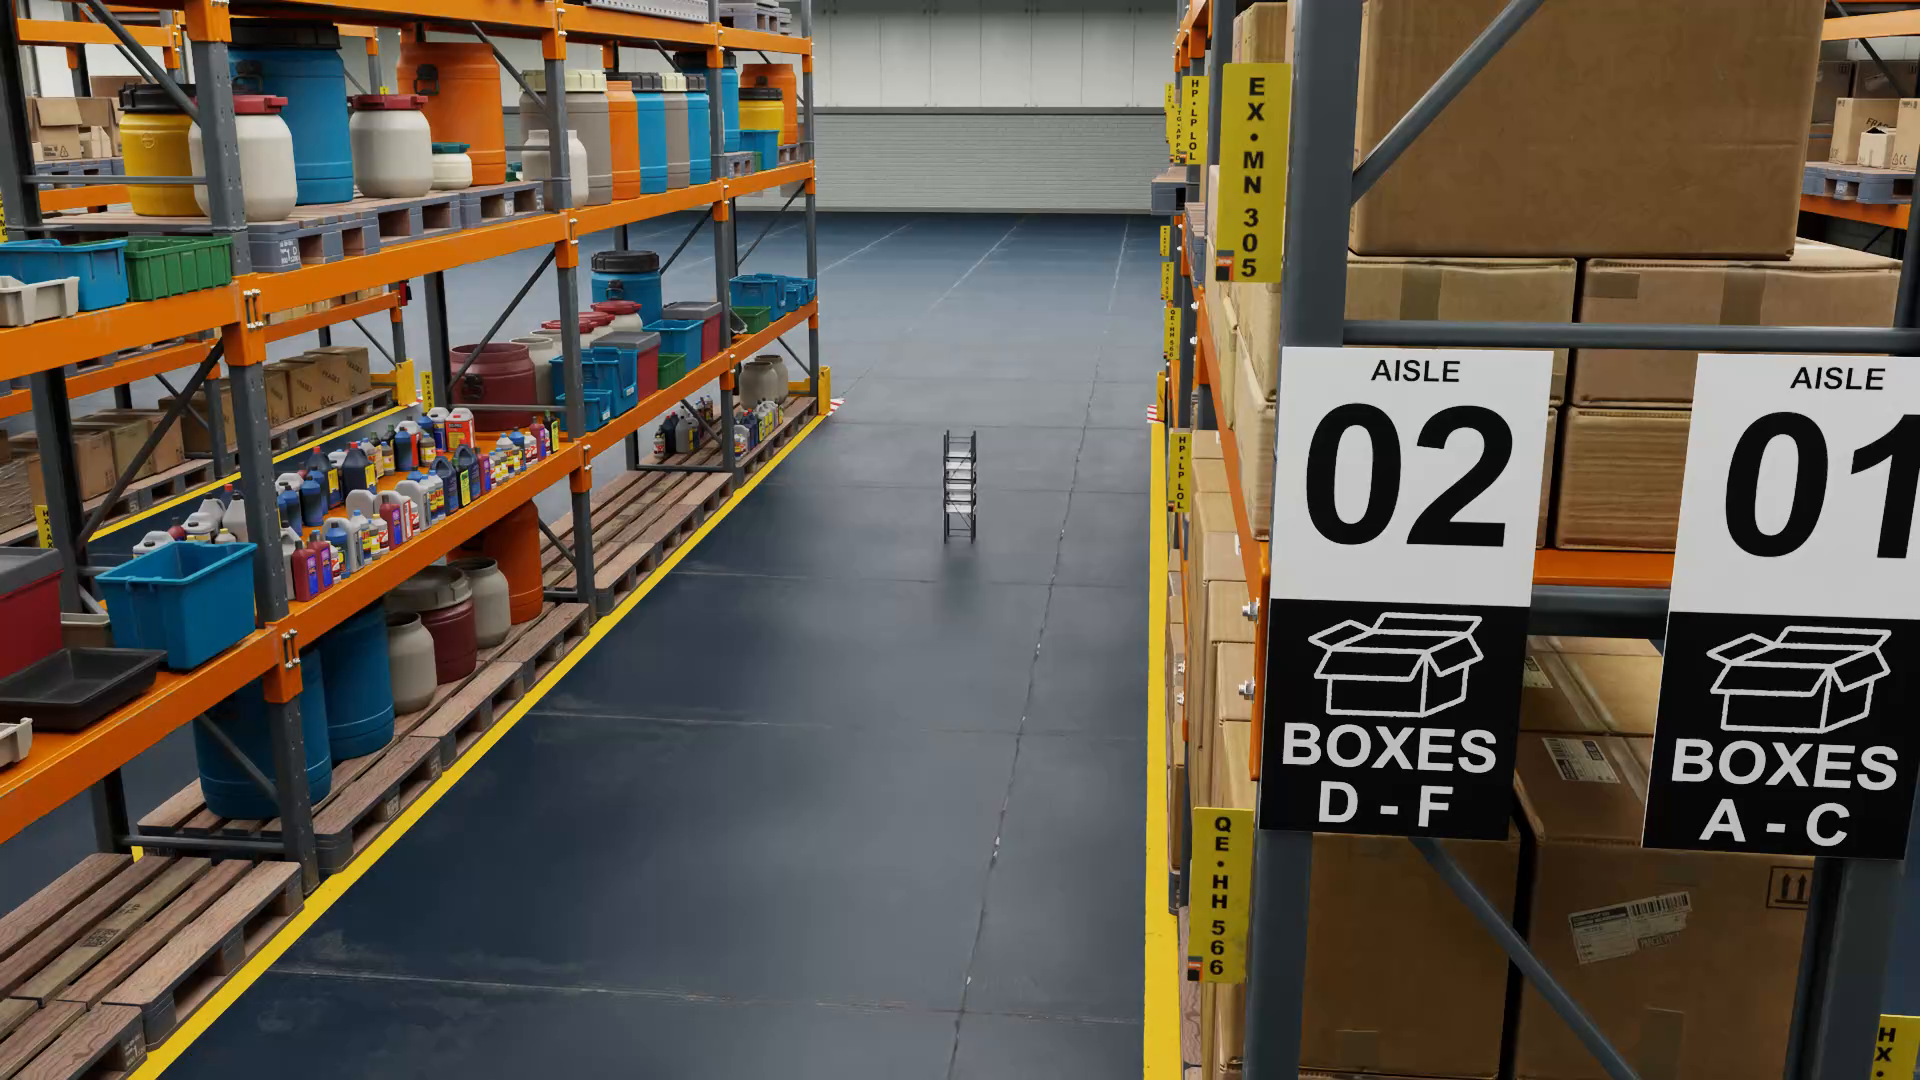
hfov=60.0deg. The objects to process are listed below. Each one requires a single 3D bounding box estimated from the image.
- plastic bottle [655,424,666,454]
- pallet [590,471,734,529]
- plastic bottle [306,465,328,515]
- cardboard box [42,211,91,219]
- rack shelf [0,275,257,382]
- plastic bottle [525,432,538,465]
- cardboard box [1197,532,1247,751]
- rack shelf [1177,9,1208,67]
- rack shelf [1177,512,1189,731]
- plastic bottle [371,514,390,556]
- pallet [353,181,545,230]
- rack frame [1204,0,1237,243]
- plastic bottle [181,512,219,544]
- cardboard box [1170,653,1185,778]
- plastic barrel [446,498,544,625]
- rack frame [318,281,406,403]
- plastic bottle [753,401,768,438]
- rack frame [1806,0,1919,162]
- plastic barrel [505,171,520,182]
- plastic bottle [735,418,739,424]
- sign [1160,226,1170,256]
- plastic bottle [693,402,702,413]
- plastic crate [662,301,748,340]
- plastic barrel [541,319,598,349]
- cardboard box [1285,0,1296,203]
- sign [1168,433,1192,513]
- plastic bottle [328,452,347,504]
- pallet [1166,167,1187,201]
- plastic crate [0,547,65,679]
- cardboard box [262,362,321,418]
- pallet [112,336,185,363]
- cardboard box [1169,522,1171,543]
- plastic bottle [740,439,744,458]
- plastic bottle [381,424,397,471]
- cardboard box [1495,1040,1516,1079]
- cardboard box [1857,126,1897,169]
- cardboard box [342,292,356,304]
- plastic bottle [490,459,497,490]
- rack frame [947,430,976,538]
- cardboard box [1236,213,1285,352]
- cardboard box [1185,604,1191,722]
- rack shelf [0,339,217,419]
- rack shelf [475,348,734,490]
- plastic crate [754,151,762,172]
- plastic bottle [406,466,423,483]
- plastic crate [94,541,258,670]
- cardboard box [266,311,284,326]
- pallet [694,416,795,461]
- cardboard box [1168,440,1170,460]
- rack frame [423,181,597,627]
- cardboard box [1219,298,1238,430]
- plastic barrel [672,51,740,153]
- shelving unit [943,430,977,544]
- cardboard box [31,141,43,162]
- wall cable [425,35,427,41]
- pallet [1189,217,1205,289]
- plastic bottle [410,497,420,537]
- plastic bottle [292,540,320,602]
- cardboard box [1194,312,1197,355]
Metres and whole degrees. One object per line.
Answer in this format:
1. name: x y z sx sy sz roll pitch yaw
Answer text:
1. plastic bottle: -2.848 -0.953 15.799 0.061 0.283 0.133 2 15 9
2. pallet: -2.624 -0.366 14.611 1.003 0.211 1.213 2 15 6
3. plastic bottle: -3.553 -0.276 9.183 0.097 0.271 0.097 0 15 0
4. cardboard box: -7.724 -2.353 14.664 1.000 1.000 1.000 2 15 7
5. rack shelf: -3.703 -0.424 5.116 1.077 0.370 4.000 2 15 6
6. plastic bottle: -2.705 -0.577 10.430 0.097 0.201 0.097 0 15 0
7. cardboard box: 0.938 0.289 4.740 0.500 0.500 0.500 2 15 8
8. rack shelf: 2.121 -3.607 11.906 1.077 0.370 4.000 2 15 6
9. rack shelf: 1.670 0.133 8.801 1.077 0.370 4.000 2 15 6
10. plastic bottle: -2.943 -0.030 8.406 0.097 0.201 0.097 0 15 0
11. pallet: -3.209 -2.041 10.078 1.003 0.211 1.213 2 15 6
12. rack frame: 1.444 -2.591 6.005 1.000 3.000 0.127 2 15 6
13. plastic bottle: -3.712 0.011 8.111 0.152 0.276 0.135 2 15 6
14. cardboard box: 1.336 0.905 8.516 0.500 0.500 0.500 2 15 7
15. plastic barrel: -3.064 0.093 10.926 0.600 0.830 0.708 2 15 6
16. rack frame: -7.044 -3.100 19.381 1.000 3.000 0.127 2 15 6
17. plastic bottle: -2.002 -1.207 16.611 0.144 0.351 0.185 2 15 6
18. rack frame: 7.270 -4.521 13.143 1.000 3.000 0.127 2 15 6
19. plastic barrel: -3.049 -2.318 11.039 0.294 0.245 0.294 0 15 0
20. plastic bottle: -2.174 -1.051 16.185 0.097 0.271 0.097 0 15 0
21. sign: 2.248 -3.282 18.241 0.100 0.325 0.005 2 15 6
22. plastic bottle: -2.687 -1.274 17.010 0.097 0.271 0.097 0 15 0
23. plastic crate: -2.389 -2.019 15.501 0.767 0.338 0.504 2 15 6
24. plastic barrel: -3.032 -1.438 12.975 0.433 0.535 0.433 0 15 0
25. cardboard box: 1.125 -1.030 3.873 0.700 0.500 0.500 2 15 6
26. sign: 0.892 -0.270 6.694 0.100 0.325 0.005 2 15 6
27. plastic bottle: -3.552 -0.357 9.474 0.152 0.276 0.135 2 15 6
28. pallet: 2.007 -2.558 11.992 1.003 0.211 1.213 2 15 9
29. plastic crate: -3.827 0.322 6.486 0.402 0.464 0.583 2 15 6
30. cardboard box: -7.254 -1.617 17.880 0.500 0.500 0.500 3 15 11
31. pallet: -7.726 -1.776 14.852 1.003 0.211 1.213 2 15 6
32. cardboard box: 1.882 -0.149 12.931 0.500 0.250 0.500 2 15 7
33. plastic bottle: -2.091 -0.875 15.668 0.097 0.201 0.097 0 15 0
34. plastic bottle: -3.508 -0.567 10.236 0.061 0.283 0.133 2 15 6
35. cardboard box: 1.305 1.187 3.336 0.500 0.500 0.500 2 15 7
36. cardboard box: 7.059 -2.934 12.385 0.500 0.311 0.500 2 15 8
37. cardboard box: -6.921 -2.703 18.395 0.380 0.149 0.250 2 15 6
38. plastic bottle: -2.781 -0.400 9.776 0.097 0.201 0.097 0 15 0
39. rack frame: 0.011 -0.459 13.634 0.240 0.900 0.006 2 15 6
40. cardboard box: 0.854 -0.545 3.515 0.500 0.250 0.500 2 15 6
41. cardboard box: 1.116 0.381 6.316 0.500 0.500 0.500 2 15 8
42. rack shelf: -7.721 -1.197 13.720 1.077 0.370 4.000 2 15 6
43. rack shelf: -2.800 -1.051 13.180 1.077 0.370 4.000 2 15 6
44. plastic crate: -2.126 -3.664 16.125 0.336 0.188 0.450 2 15 6
45. plastic bottle: -2.996 -0.273 9.172 0.097 0.271 0.097 0 15 0
46. plastic crate: -3.191 0.268 6.841 0.392 0.384 0.575 2 15 6
47. cardboard box: -7.043 -2.247 16.708 0.380 0.149 0.250 2 15 6
48. pallet: -2.322 -1.061 17.182 1.003 0.211 1.213 2 15 6
49. cardboard box: 1.991 -0.687 13.844 0.500 0.311 0.500 2 15 6
50. rack frame: -3.026 -0.880 11.168 1.000 3.000 0.127 2 15 6
51. cardboard box: 0.900 -0.434 4.061 0.500 0.250 0.500 2 15 6
52. plastic barrel: -2.356 -4.065 15.436 0.600 0.901 0.708 2 15 6
53. shelving unit: -0.001 -0.432 13.537 0.258 0.900 0.210 2 15 6
54. cardboard box: -7.608 -3.112 13.319 0.380 0.166 0.250 1 15 5
55. wall cable: -15.078 -15.645 50.553 3.097 2.526 0.112 2 15 6
56. pallet: 1.588 -1.220 7.039 1.213 0.211 1.003 2 15 6
57. plastic bottle: -2.901 -0.124 8.756 0.097 0.201 0.097 0 15 0
58. plastic bottle: -3.012 0.132 7.652 0.061 0.283 0.133 2 15 6
59. cardboard box: 2.391 -1.934 14.875 0.700 0.500 0.500 1 15 5
